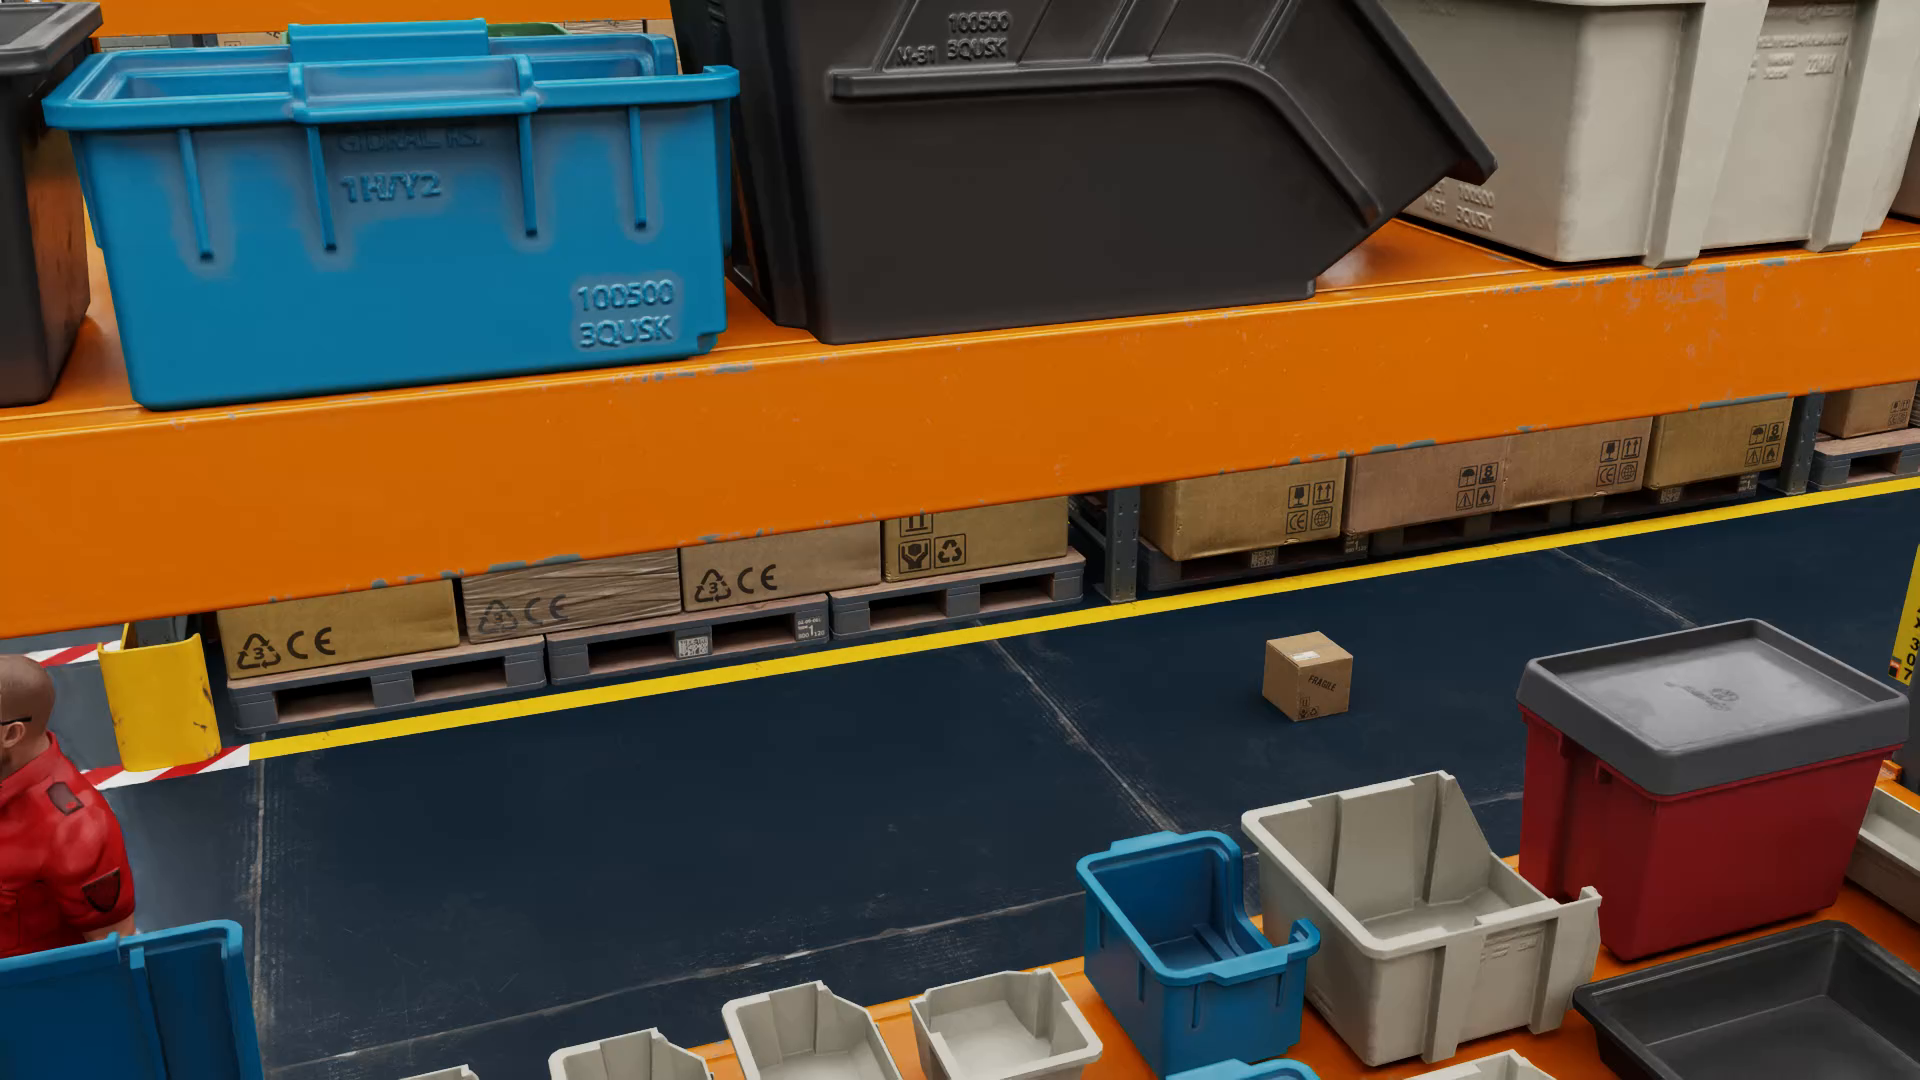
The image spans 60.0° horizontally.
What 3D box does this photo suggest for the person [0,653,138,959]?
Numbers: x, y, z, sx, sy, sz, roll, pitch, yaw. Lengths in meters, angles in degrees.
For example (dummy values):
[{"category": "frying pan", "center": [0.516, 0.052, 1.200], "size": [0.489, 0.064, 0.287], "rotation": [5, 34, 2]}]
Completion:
[{"category": "person", "center": [-1.967, 1.013, 3.638], "size": [0.547, 1.686, 0.913], "rotation": [20, 30, 40]}]
